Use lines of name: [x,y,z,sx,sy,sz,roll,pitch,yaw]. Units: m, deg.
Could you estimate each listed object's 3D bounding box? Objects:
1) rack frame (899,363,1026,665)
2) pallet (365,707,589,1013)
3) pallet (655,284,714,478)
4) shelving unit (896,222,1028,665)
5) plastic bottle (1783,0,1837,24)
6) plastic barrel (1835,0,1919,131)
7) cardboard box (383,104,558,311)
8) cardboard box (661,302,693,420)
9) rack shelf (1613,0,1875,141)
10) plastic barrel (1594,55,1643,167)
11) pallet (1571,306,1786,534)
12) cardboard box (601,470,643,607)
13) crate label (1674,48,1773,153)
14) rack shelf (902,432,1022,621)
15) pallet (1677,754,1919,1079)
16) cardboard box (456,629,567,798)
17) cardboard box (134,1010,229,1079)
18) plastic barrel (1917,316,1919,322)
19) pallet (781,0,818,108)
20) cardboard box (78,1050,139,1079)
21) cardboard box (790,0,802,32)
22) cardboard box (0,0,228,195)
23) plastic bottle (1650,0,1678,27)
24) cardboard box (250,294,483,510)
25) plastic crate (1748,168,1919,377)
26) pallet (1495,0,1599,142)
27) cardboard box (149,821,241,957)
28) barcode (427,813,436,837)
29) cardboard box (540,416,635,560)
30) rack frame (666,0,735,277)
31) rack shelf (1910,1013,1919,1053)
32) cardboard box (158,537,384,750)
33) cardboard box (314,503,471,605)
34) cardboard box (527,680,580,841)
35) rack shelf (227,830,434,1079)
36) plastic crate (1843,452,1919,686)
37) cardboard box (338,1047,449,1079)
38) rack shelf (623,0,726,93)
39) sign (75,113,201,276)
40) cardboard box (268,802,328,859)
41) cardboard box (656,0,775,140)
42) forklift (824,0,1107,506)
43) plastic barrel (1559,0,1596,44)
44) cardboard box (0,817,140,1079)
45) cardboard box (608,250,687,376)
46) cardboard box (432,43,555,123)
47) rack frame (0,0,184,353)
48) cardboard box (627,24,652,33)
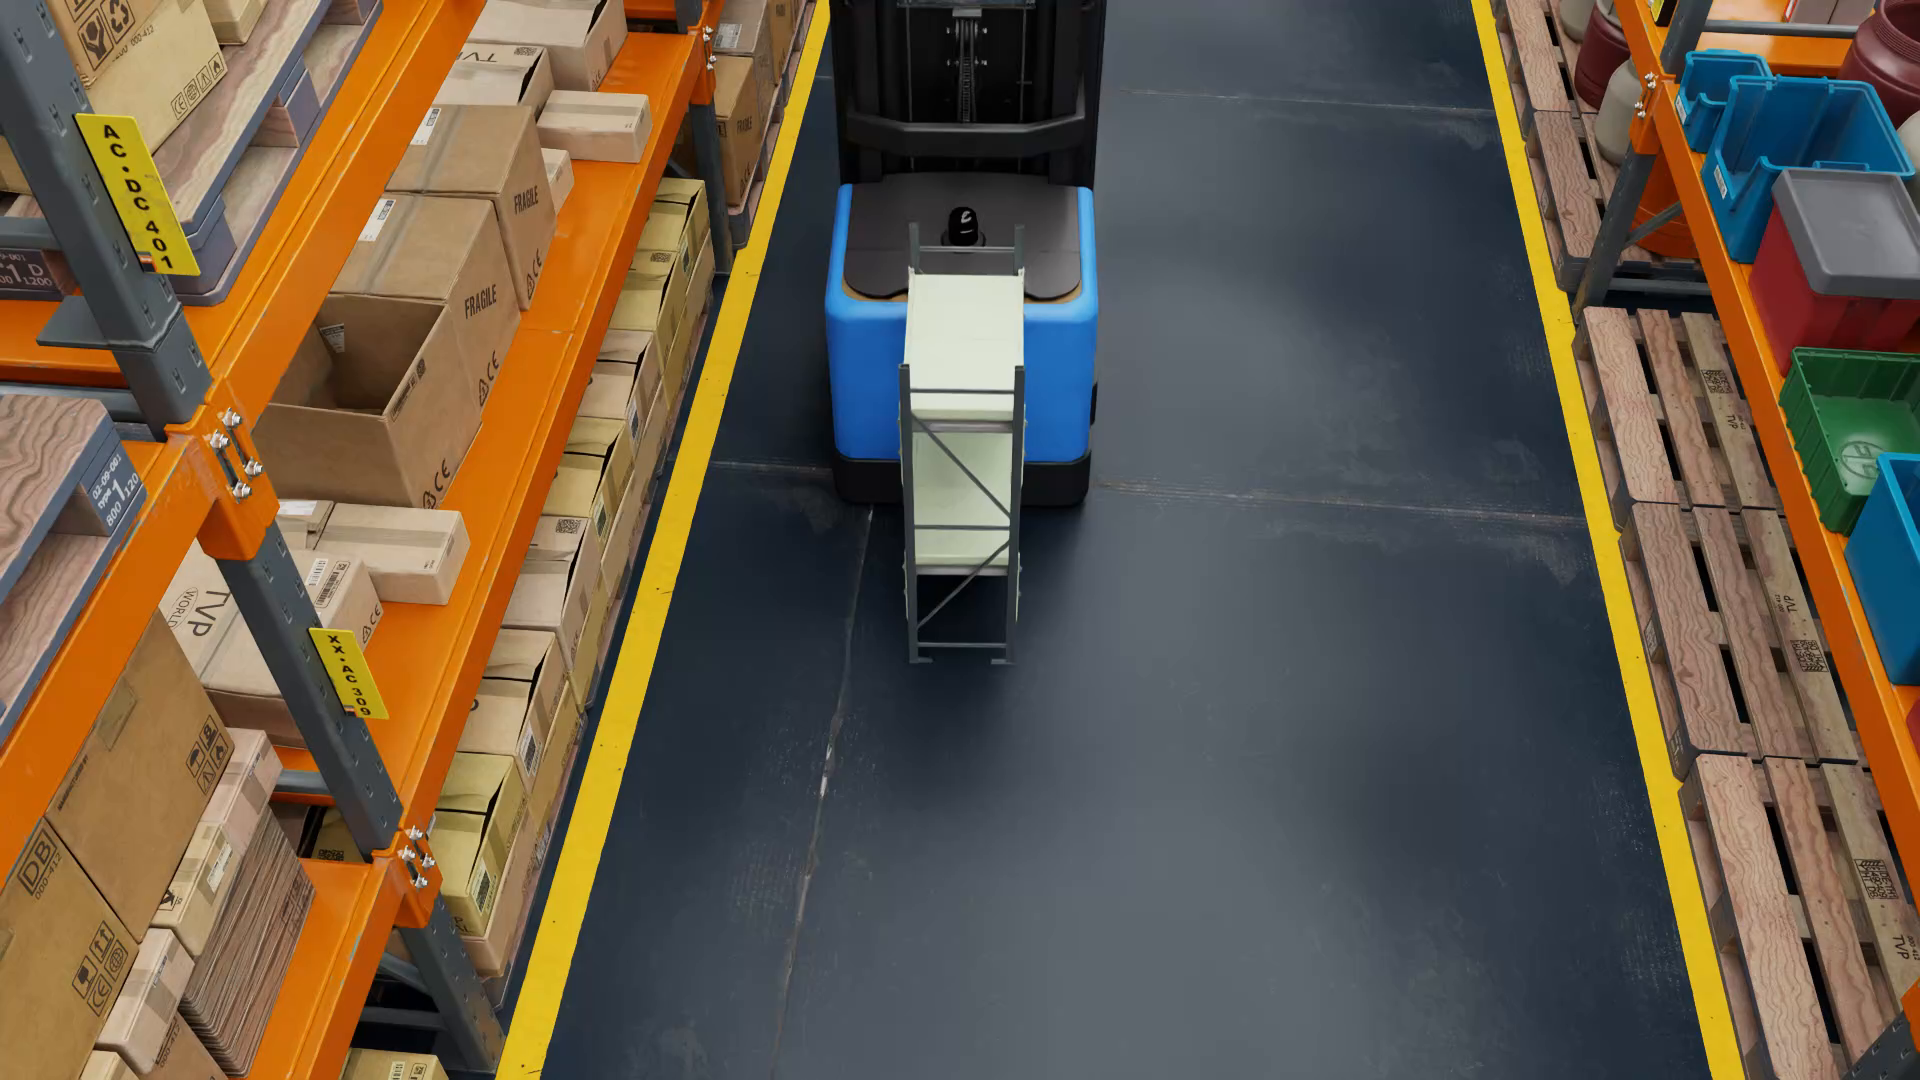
rack frame: [0.007,-0.040,5.797,0.400,1.500,0.023,1,48,1]
pallet: [-1.925,0.990,5.728,1.003,0.211,1.213,4,48,4]
pallet: [-1.703,-0.803,7.368,1.003,0.211,1.213,4,48,4]
shelving unit: [0.015,-0.310,6.043,0.431,1.500,0.755,1,48,1]
plastic bottle: [3.553,-2.275,6.908,0.152,0.276,0.135,4,48,4]
plastic barrel: [3.603,-1.695,6.202,0.600,0.536,0.708,4,48,4]
cardboard box: [-1.725,-1.146,5.724,0.500,0.500,0.500,2,48,1]
cardboard box: [-1.437,-0.778,7.034,0.500,0.250,0.500,3,48,3]
rack shelf: [3.526,-3.238,8.192,1.077,0.370,4.000,4,48,4]
plastic barrel: [3.334,-2.094,8.060,0.421,0.512,0.421,0,48,0]
pallet: [3.234,-0.503,7.093,1.003,0.211,1.213,4,48,4]
cardboard box: [-1.530,-0.031,6.350,0.500,0.250,0.500,5,48,4]
crate label: [2.932,-1.670,6.384,0.303,0.233,0.416,4,48,4]
rack shelf: [0.015,-0.090,6.284,0.431,0.370,0.720,1,48,1]
pallet: [3.012,1.290,5.453,1.003,0.211,1.213,4,48,4]
cardboard box: [-1.617,0.535,5.452,0.500,0.311,0.500,3,48,3]
cardboard box: [-2.029,1.273,3.511,0.700,0.500,0.500,3,48,3]
plastic barrel: [3.424,-0.969,5.553,0.421,0.512,0.421,0,48,0]
pallet: [-1.369,-2.846,9.236,1.003,0.211,1.213,4,48,4]
cardboard box: [-1.834,1.121,3.210,0.380,0.149,0.250,4,48,3]
cardboard box: [-1.128,-3.104,8.978,0.500,0.500,0.500,2,48,2]
cardboard box: [-1.888,-0.963,3.408,0.500,0.250,0.500,8,48,8]
plastic bottle: [2.956,-2.297,6.923,0.061,0.283,0.133,4,48,4]
cardboard box: [-1.819,-0.391,5.033,0.500,0.500,0.500,7,48,6]
plastic crate: [2.892,-0.866,5.491,0.402,0.464,0.583,4,48,4]
pallet: [3.488,-2.546,8.961,1.003,0.211,1.213,4,48,4]
cardboard box: [-1.789,0.736,3.563,0.380,0.149,0.250,3,48,3]
barcode: [-1.515,0.804,4.753,0.001,0.075,0.075,4,48,4]
cardboard box: [-1.529,-0.227,6.150,0.500,0.311,0.500,5,48,5]
rack frame: [-1.589,-2.347,6.889,1.000,3.000,0.127,4,48,4]
rack shelf: [2.797,2.641,2.815,1.077,0.370,4.000,4,48,4]
cardboard box: [-1.952,0.279,4.590,0.500,0.250,0.500,7,48,6]
cardboard box: [-1.669,0.040,4.877,0.380,0.149,0.250,4,48,4]
cardboard box: [-1.622,0.724,5.660,0.500,0.250,0.500,5,48,5]
rack shelf: [-2.136,2.305,3.122,1.077,0.370,4.000,4,48,4]
plastic crate: [2.770,0.102,4.660,0.392,0.384,0.575,4,48,4]
cardboard box: [-1.778,1.734,4.736,0.500,0.250,0.500,4,48,4]
rack shelf: [-1.407,-3.574,8.499,1.077,0.370,4.000,4,48,4]
sign: [-1.401,-0.585,2.841,0.100,0.325,0.005,4,48,4]
cardboard box: [-2.202,0.873,5.144,0.500,0.311,0.500,4,48,4]
cardboard box: [-1.221,-2.352,8.290,0.500,0.500,0.500,2,48,2]
forklift: [0.036,-2.204,6.806,1.130,2.935,3.031,1,48,1]
plastic barrel: [3.437,-2.924,8.819,0.421,0.512,0.421,0,48,0]
cardboard box: [-2.032,0.819,3.047,0.700,0.500,0.500,4,48,3]
cardboard box: [-1.432,-0.966,6.825,0.500,0.311,0.500,3,48,3]
cardboard box: [-1.863,-1.672,6.333,0.500,0.311,0.500,3,48,3]
rack frame: [-1.953,-1.432,1.987,1.000,3.000,0.127,4,48,4]
cardboard box: [-1.736,-2.649,8.054,0.500,0.250,0.500,6,48,5]
